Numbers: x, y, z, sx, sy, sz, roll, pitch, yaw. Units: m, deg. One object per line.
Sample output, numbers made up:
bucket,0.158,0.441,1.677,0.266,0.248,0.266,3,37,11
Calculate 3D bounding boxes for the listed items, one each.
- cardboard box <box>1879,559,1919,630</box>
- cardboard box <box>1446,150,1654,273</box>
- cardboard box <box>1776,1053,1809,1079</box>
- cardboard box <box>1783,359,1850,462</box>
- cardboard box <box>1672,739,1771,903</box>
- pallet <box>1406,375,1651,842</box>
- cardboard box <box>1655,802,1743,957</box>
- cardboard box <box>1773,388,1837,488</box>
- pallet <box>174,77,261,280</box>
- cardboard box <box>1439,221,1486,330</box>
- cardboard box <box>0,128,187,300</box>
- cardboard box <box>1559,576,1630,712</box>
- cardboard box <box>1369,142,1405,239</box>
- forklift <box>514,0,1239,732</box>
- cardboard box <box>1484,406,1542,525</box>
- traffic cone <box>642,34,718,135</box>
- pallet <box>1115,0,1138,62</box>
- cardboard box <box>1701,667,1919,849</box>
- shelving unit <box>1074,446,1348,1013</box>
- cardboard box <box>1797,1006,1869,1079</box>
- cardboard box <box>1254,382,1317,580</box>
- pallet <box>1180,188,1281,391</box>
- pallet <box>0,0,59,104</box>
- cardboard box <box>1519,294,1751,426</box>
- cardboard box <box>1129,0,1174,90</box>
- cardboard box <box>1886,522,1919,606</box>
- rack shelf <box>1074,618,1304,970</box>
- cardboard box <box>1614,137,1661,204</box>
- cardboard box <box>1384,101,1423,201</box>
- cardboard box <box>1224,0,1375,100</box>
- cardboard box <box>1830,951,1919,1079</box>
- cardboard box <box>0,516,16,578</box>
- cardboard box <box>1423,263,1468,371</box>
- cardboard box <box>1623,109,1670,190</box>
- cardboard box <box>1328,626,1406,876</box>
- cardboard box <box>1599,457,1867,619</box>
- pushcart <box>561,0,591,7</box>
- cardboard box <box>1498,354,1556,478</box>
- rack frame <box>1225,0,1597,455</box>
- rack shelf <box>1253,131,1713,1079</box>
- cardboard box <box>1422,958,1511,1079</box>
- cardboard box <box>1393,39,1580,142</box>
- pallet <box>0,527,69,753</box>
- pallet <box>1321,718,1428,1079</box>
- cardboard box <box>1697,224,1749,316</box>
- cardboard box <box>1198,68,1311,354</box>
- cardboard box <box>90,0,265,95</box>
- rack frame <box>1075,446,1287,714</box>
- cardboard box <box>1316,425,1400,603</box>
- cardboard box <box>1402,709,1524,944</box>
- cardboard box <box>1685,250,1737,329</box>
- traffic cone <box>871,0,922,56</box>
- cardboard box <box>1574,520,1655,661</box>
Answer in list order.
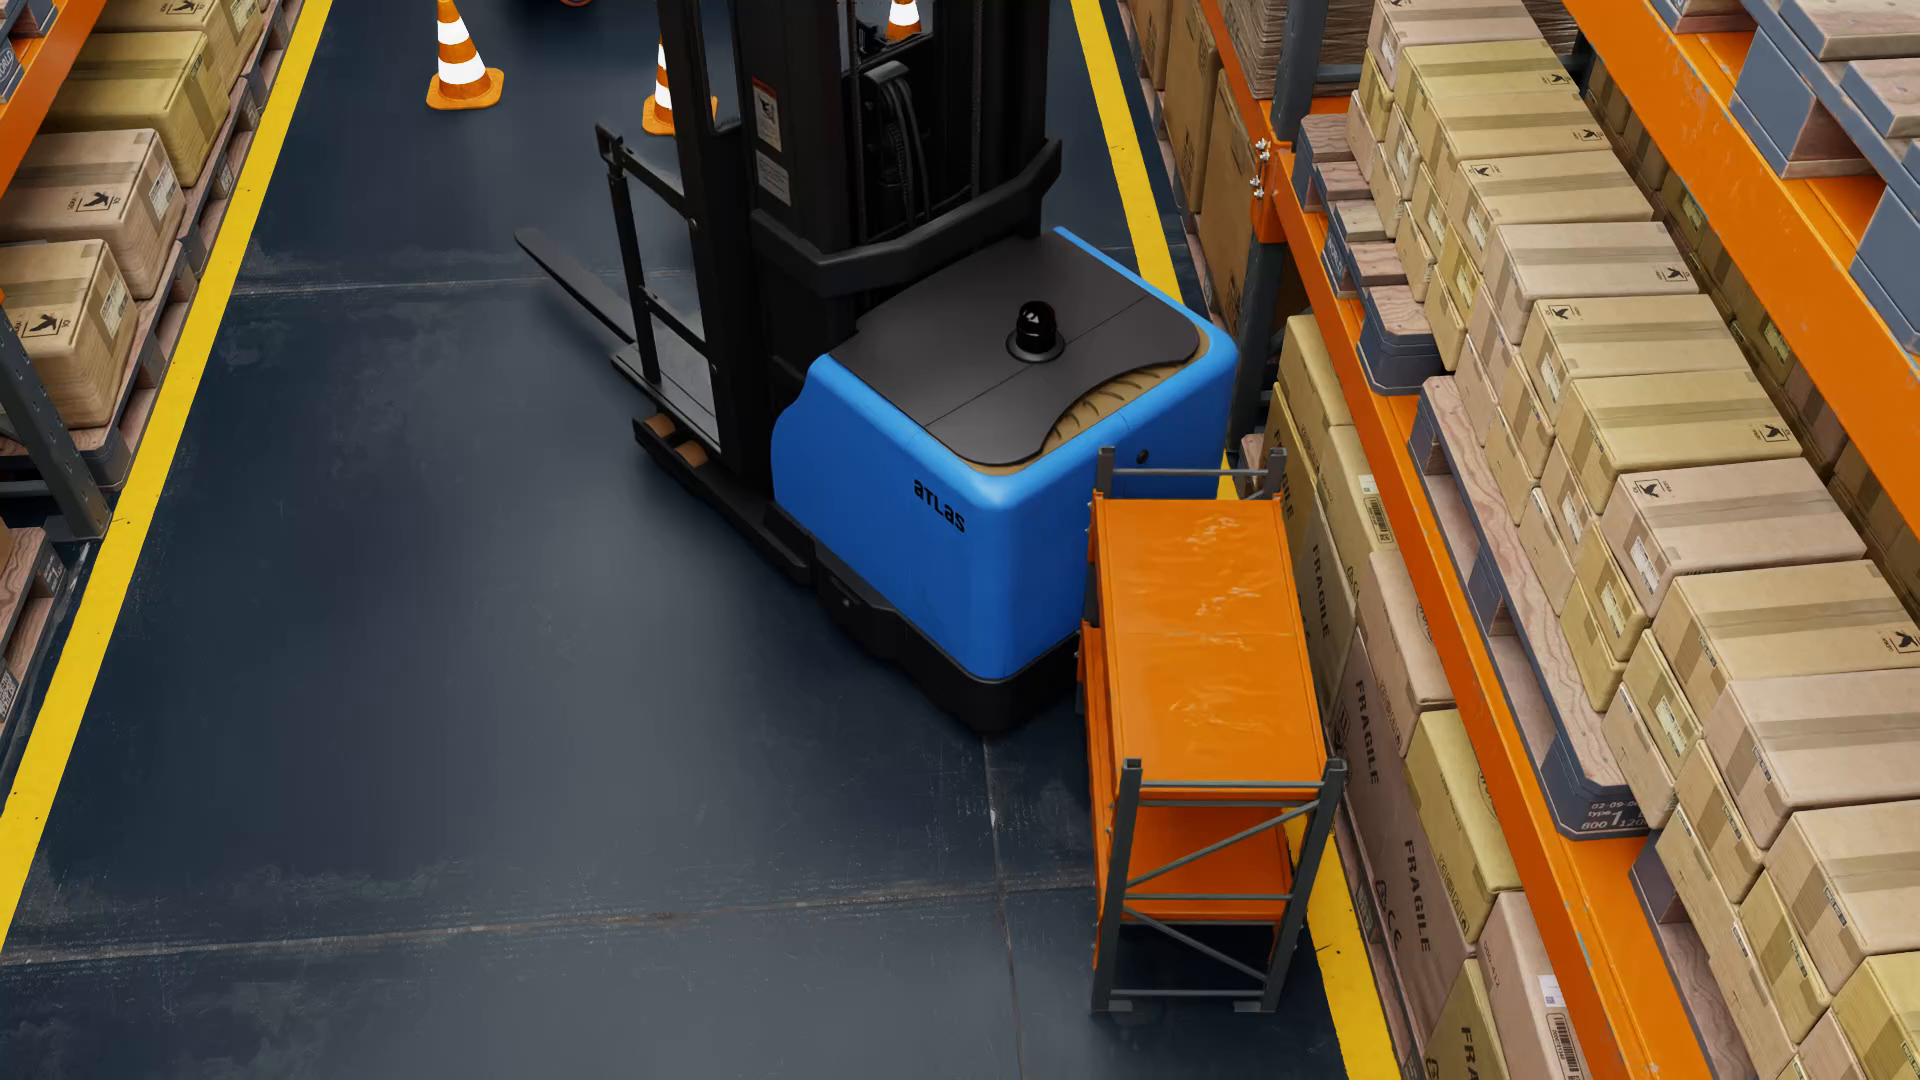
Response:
cardboard box,2.109,0.162,3.414,0.380,0.149,0.250,-4,47,-4
cardboard box,1.372,-0.769,3.886,0.380,0.149,0.250,-5,47,-5
cardboard box,1.545,0.956,2.662,0.380,0.149,0.250,-3,47,-3
cardboard box,2.069,-0.314,3.660,0.380,0.149,0.250,-2,47,-2
cardboard box,1.500,0.474,2.914,0.380,0.149,0.250,-5,47,-5
pallet,1.670,0.079,3.741,1.003,0.211,1.213,-3,47,-3
cardboard box,1.506,0.595,3.005,0.380,0.149,0.250,-6,47,-5
cardboard box,2.065,-0.217,3.773,0.380,0.149,0.250,-2,47,-2
pallet,-3.623,-1.530,7.053,1.003,0.211,1.213,-3,47,-3
cardboard box,1.376,-0.643,3.972,0.380,0.149,0.250,-3,47,-3
cardboard box,-3.568,-1.226,6.366,0.950,0.372,0.625,-4,47,-4
cardboard box,1.456,0.202,3.376,0.380,0.149,0.250,-2,47,-2
cardboard box,1.322,-0.944,4.462,0.380,0.149,0.250,-1,47,-1
forklift,-0.522,-1.414,5.071,1.130,2.935,3.031,-33,55,-27
cardboard box,1.413,-0.179,3.737,0.380,0.149,0.250,-3,47,-3
traffic cone,-1.276,-2.103,7.423,0.336,0.463,0.334,-3,47,-3
pallet,1.268,-2.798,8.254,1.003,0.211,1.213,-3,47,-3
cardboard box,1.505,0.365,2.812,0.380,0.149,0.250,-4,47,-3
shelving unit,0.614,0.519,4.481,0.538,1.125,1.048,0,47,0
cardboard box,1.545,0.851,2.557,0.380,0.149,0.250,-3,47,-3
cardboard box,1.269,-0.174,5.281,0.500,0.500,0.500,-5,47,-5
pallet,1.473,-1.032,6.582,1.003,0.211,1.213,-3,47,-3
pallet,-3.626,-1.485,5.223,1.213,0.211,1.003,-3,47,-3
cardboard box,1.421,-0.382,3.520,0.380,0.149,0.250,-2,47,-2
cardboard box,1.347,-2.539,7.349,1.050,0.750,0.750,-3,47,-3
cardboard box,2.109,0.055,3.310,0.380,0.149,0.250,-4,47,-4
rack shelf,0.612,0.687,4.658,0.538,0.278,1.000,0,47,0
cardboard box,1.982,-0.966,4.482,0.380,0.149,0.250,-4,47,-3
cardboard box,1.329,-1.019,4.328,0.380,0.149,0.250,-1,47,-1
cardboard box,1.158,-1.760,5.282,0.500,0.500,0.500,-3,47,-3
cardboard box,1.547,0.742,2.455,0.380,0.149,0.250,-5,47,-4
cardboard box,-3.485,0.049,4.812,0.875,0.875,0.875,-4,47,-4
cardboard box,1.370,-0.554,4.092,0.380,0.149,0.250,-2,47,-1
cardboard box,1.983,-1.054,4.361,0.380,0.149,0.250,-2,47,-2
cardboard box,1.362,0.561,4.585,0.500,0.500,0.500,-5,47,-4
cardboard box,1.462,-0.006,3.164,0.380,0.149,0.250,-5,47,-5
pushcart,-1.528,-3.209,8.530,1.648,0.377,0.936,-19,49,-17
cardboard box,1.413,-0.283,3.631,0.380,0.149,0.250,-4,47,-4
rack frame,1.464,-1.416,5.025,1.000,3.000,0.127,-3,47,-3
rack shelf,1.631,0.278,3.916,1.077,0.370,4.000,-3,47,-3
cardboard box,1.443,1.302,3.884,0.500,0.500,0.500,-4,47,-4
cardboard box,1.334,-1.138,4.236,0.380,0.149,0.250,-5,47,-4
pallet,-3.470,0.492,5.139,1.003,0.211,1.213,-3,47,-3
pallet,1.627,0.989,4.668,1.003,0.211,1.213,-3,47,-3
cardboard box,2.028,-0.683,4.009,0.380,0.149,0.250,-3,47,-3
cardboard box,1.502,-1.233,6.112,1.050,0.750,0.750,-4,47,-4
cardboard box,-3.685,-2.278,7.362,0.950,0.372,0.625,-1,47,-1
rack frame,0.615,0.150,4.830,0.500,1.125,0.032,0,47,0
cardboard box,1.323,-0.079,4.674,0.500,0.250,0.500,-4,47,-4
cardboard box,1.396,0.657,3.977,0.500,0.250,0.500,-5,47,-5
cardboard box,2.021,-0.599,4.135,0.380,0.149,0.250,-4,47,-4
traffic cone,-0.264,-2.376,7.681,0.336,0.463,0.334,-3,47,-3
cardboard box,1.454,0.088,3.280,0.380,0.149,0.250,-3,47,-3
